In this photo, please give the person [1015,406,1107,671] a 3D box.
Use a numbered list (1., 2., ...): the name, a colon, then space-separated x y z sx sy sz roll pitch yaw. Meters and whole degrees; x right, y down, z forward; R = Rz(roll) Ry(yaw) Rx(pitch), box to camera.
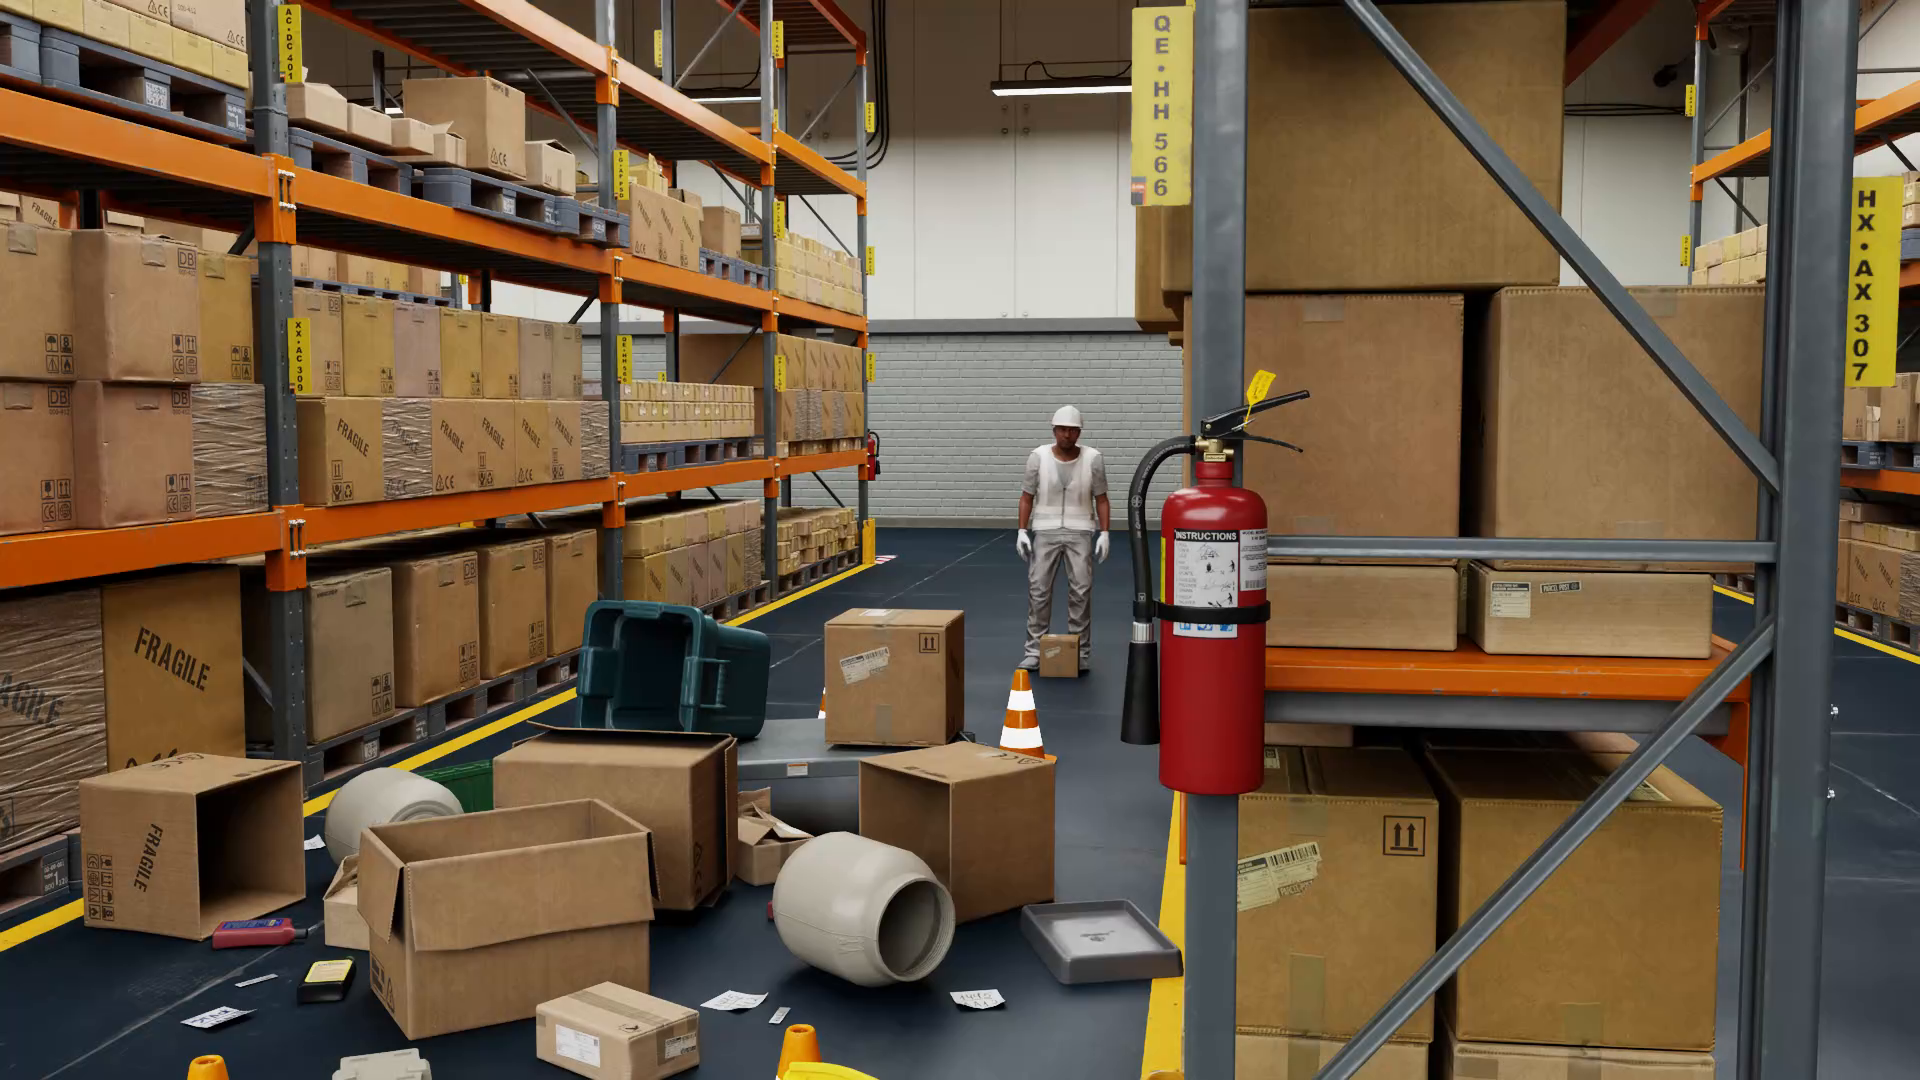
1. person: 0.674 -0.011 11.159 0.614 1.773 0.448 1 4 7
